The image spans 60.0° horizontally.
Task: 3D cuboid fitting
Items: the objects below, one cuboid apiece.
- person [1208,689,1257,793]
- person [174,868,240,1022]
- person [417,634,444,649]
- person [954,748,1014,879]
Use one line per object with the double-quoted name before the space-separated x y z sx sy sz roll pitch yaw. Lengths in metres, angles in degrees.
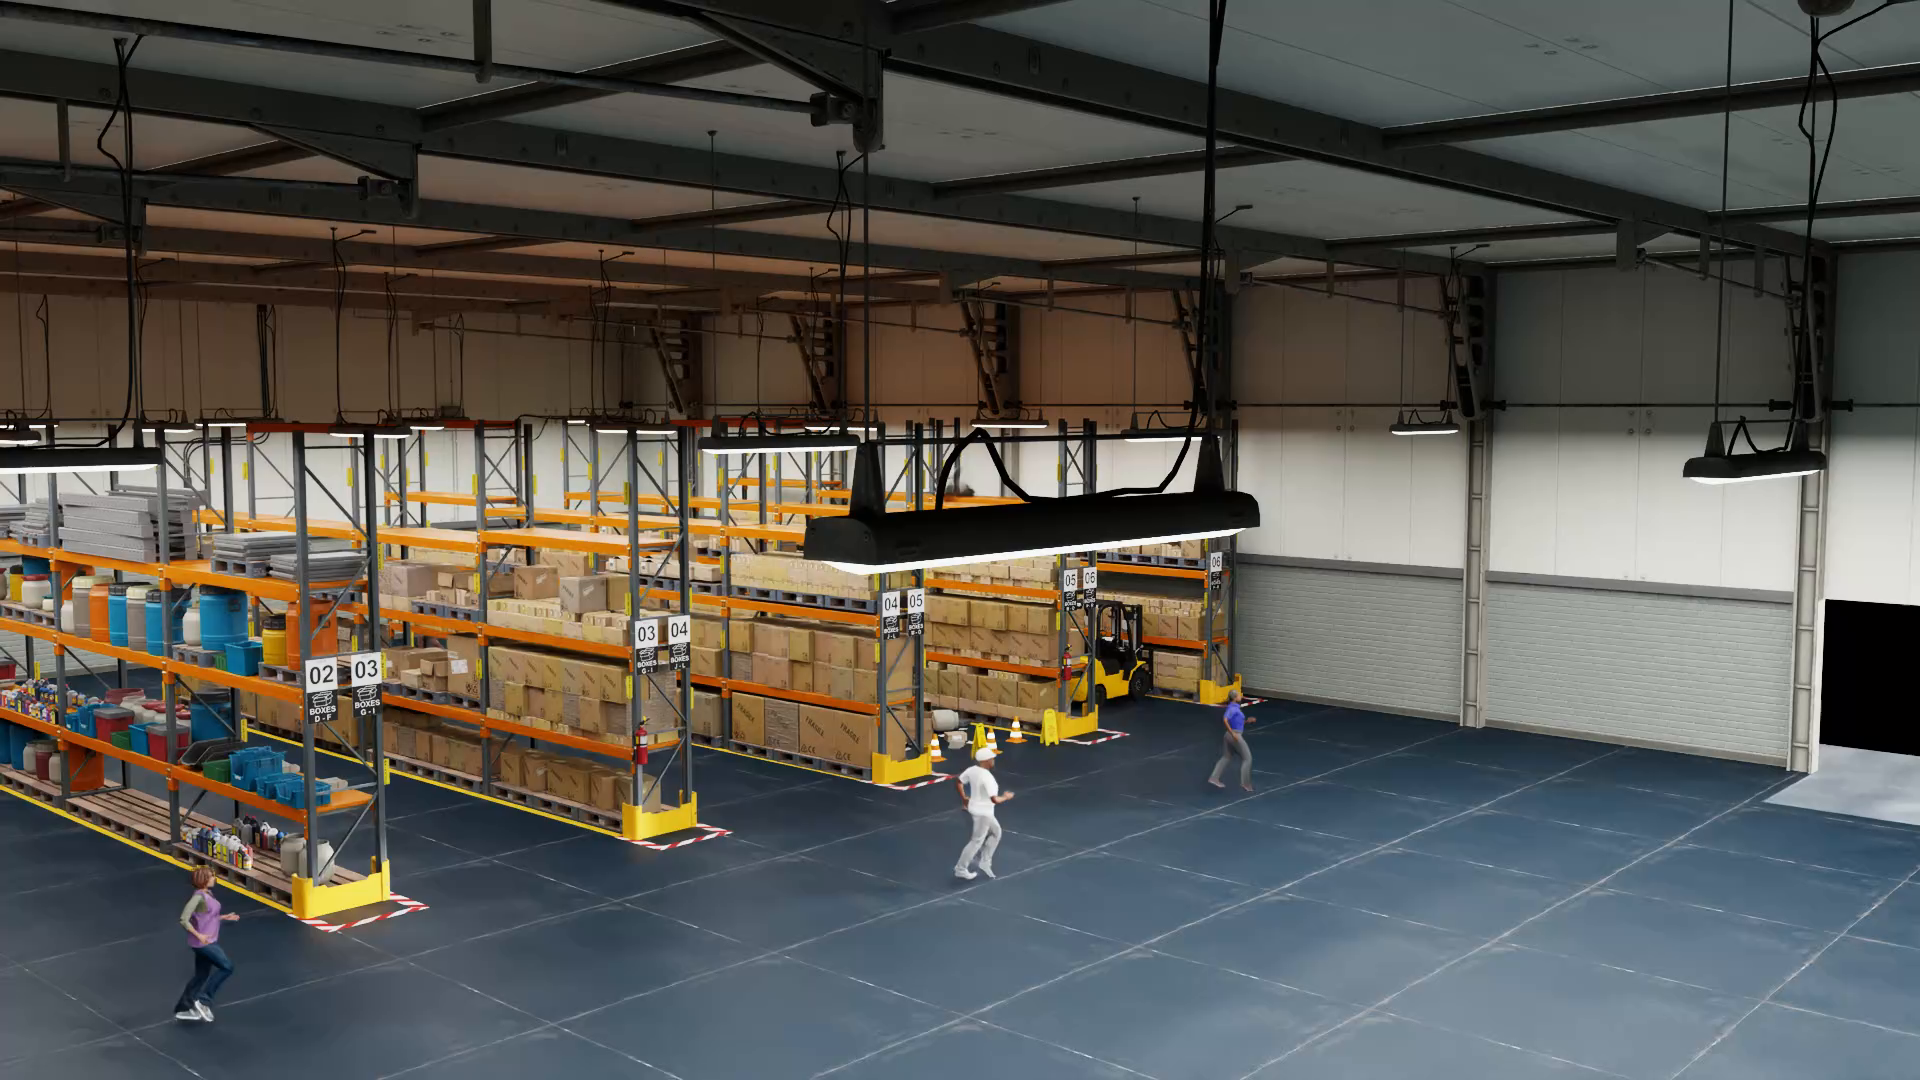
"person" 4.464 3.287 27.145 0.761 1.718 0.547 -1 5 -8
"person" -7.727 4.142 17.048 0.652 1.583 0.512 -2 5 -22
"person" -12.955 2.174 40.639 0.566 1.720 0.849 4 6 40
"person" 0.312 3.652 22.072 0.823 1.808 0.654 -1 5 -15
